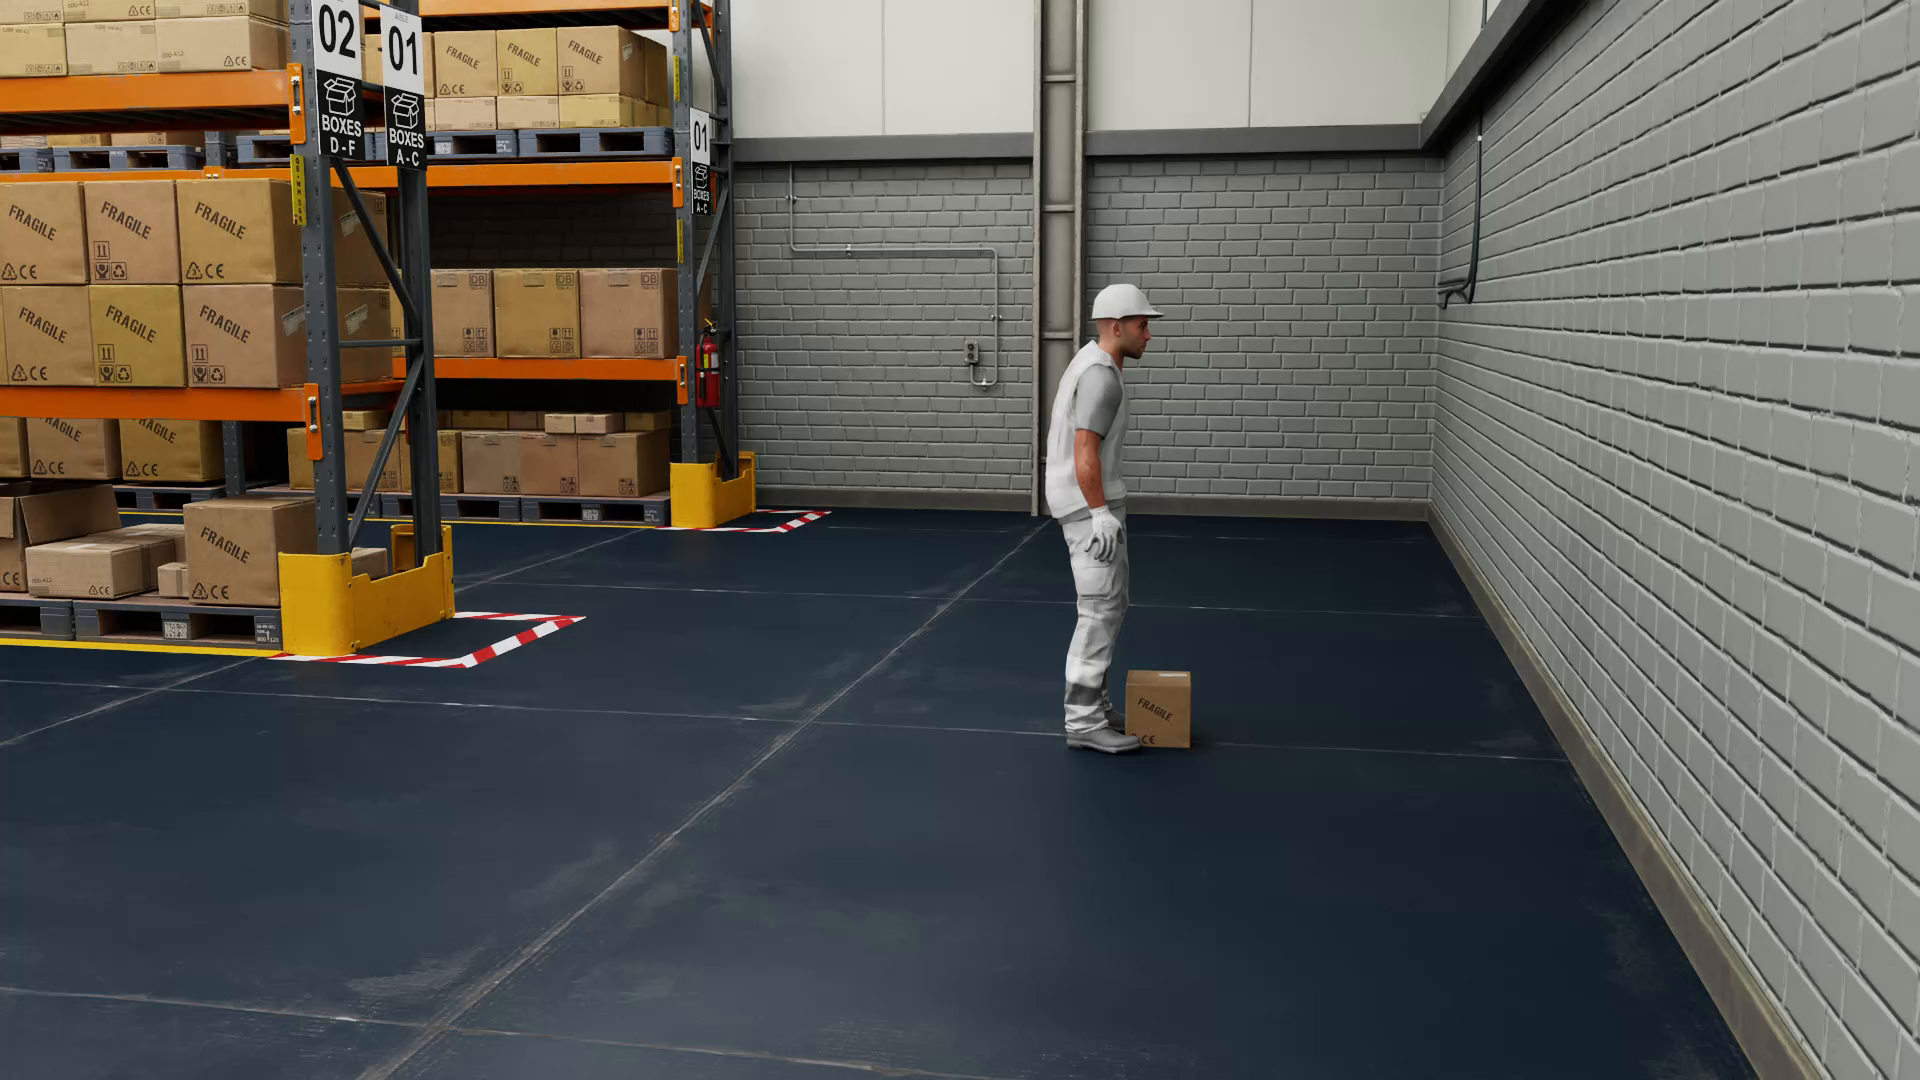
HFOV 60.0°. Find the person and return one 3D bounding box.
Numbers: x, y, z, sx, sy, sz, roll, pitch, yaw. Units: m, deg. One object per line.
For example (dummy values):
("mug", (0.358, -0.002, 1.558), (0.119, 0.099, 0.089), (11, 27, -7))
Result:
("person", (0.559, -0.100, 6.483), (0.451, 1.778, 0.612), (1, 8, 8))
